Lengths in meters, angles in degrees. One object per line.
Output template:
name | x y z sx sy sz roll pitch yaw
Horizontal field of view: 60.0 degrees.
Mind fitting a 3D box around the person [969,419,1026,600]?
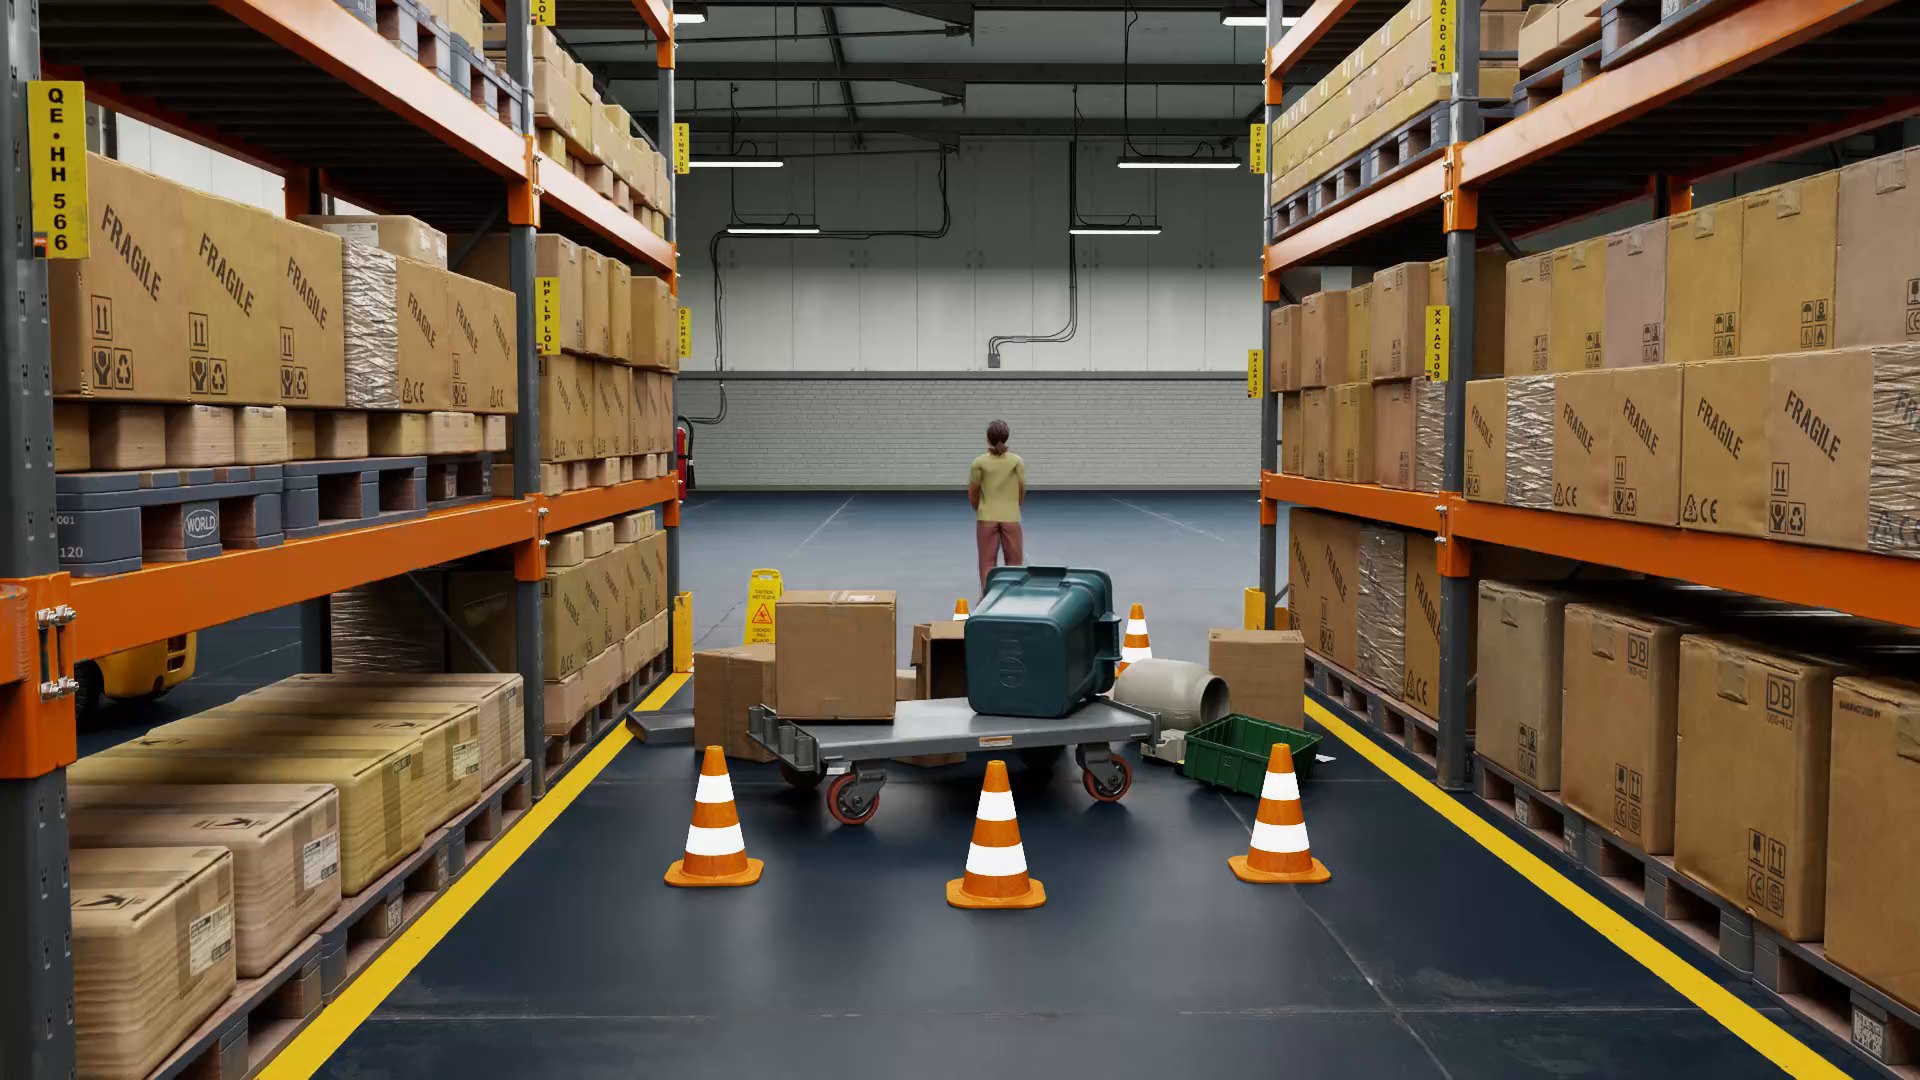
person | 0.304 -0.119 13.211 0.477 1.677 0.489 0 4 -3
